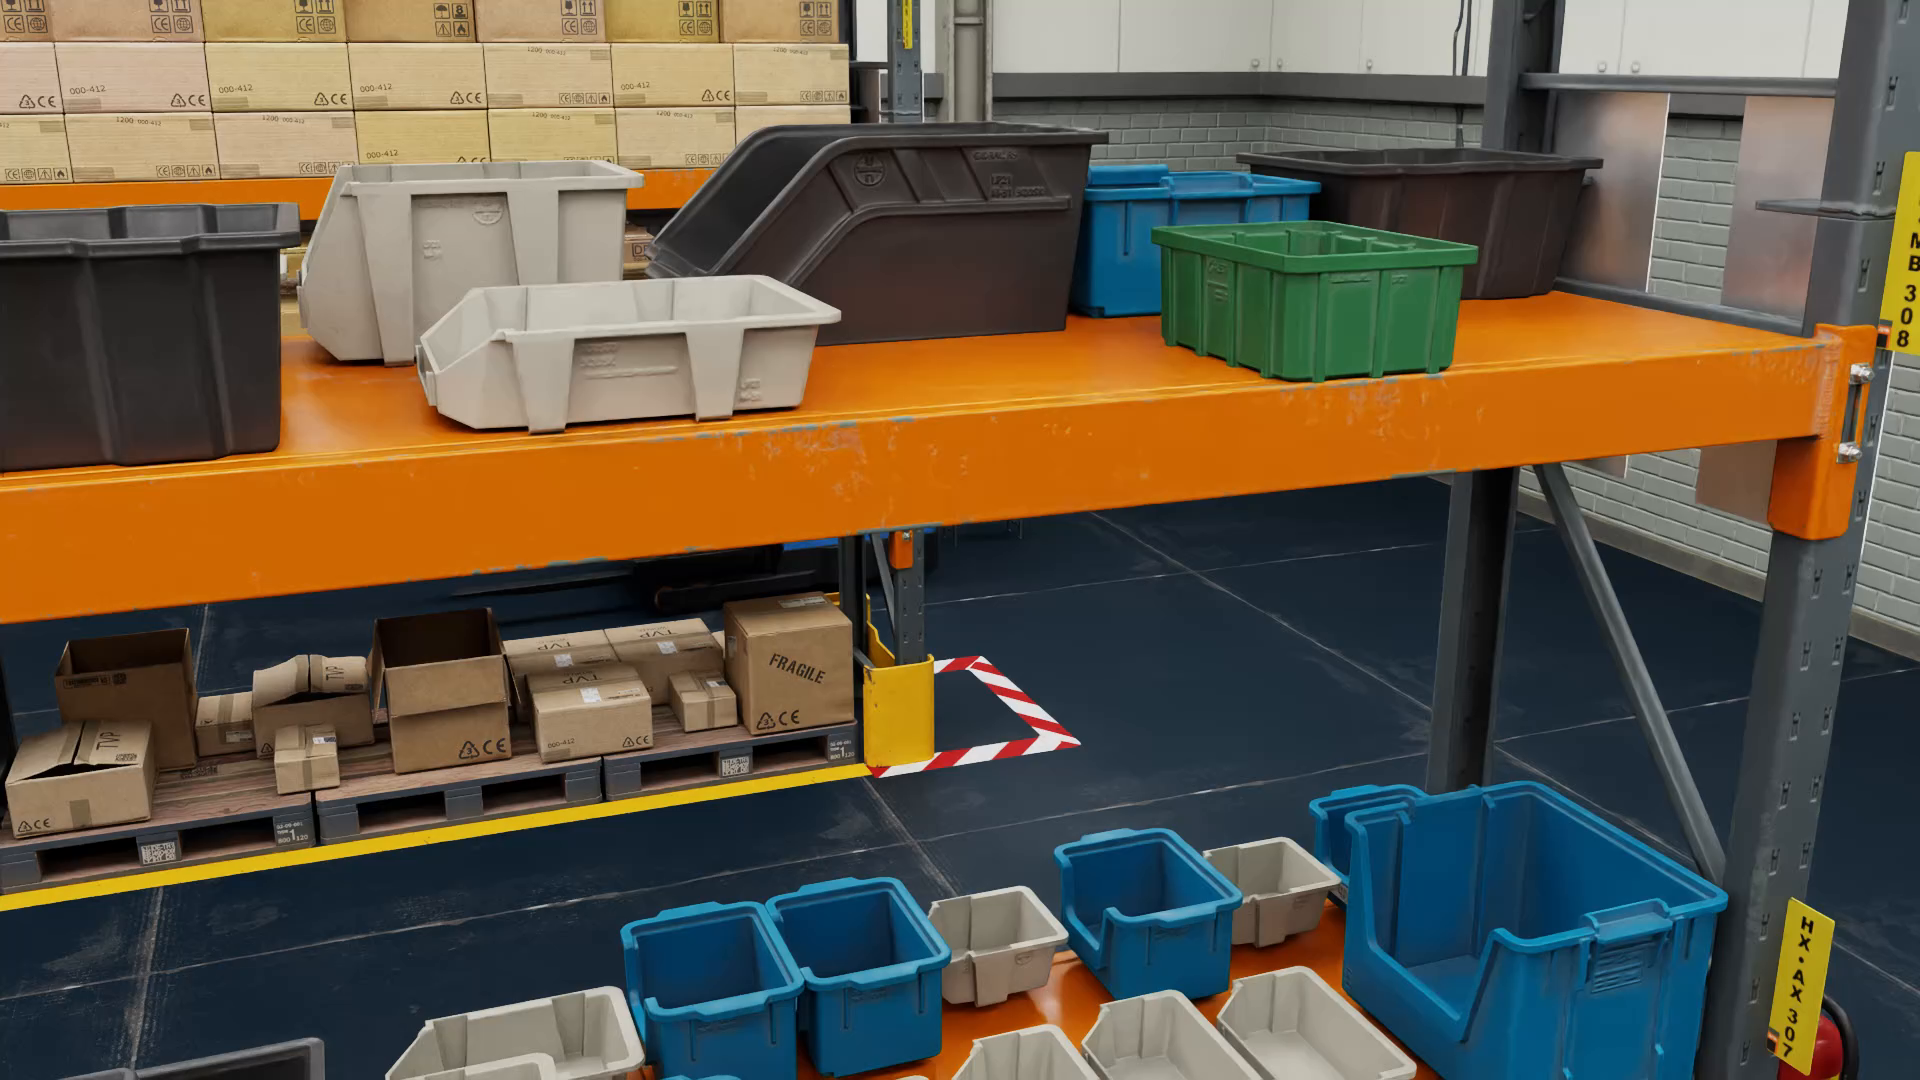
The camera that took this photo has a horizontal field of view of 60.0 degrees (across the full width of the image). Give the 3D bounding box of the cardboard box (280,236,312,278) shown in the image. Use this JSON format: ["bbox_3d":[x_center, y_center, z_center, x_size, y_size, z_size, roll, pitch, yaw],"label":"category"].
[{"bbox_3d":[-4.718,-1.695,11.514,0.700,0.700,0.980,-7,18,-21],"label":"cardboard box"}]

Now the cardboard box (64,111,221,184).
[{"bbox_3d":[-3.127,-1.526,6.414,0.500,0.250,0.500,-6,17,-20],"label":"cardboard box"}]

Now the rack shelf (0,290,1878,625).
[{"bbox_3d":[-0.502,-0.118,2.628,4.000,0.370,1.077,-6,17,-20],"label":"rack shelf"}]

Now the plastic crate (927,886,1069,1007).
[{"bbox_3d":[0.055,0.890,3.606,0.298,0.136,0.250,-6,17,-20],"label":"plastic crate"}]

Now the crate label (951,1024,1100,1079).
[{"bbox_3d":[0.142,1.062,3.018,0.243,0.136,0.396,-6,17,-20],"label":"crate label"}]

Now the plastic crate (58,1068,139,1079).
[{"bbox_3d":[-1.446,1.095,2.327,0.583,0.464,0.402,-6,17,-20],"label":"plastic crate"}]

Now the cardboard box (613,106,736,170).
[{"bbox_3d":[-1.259,-1.727,7.099,0.500,0.250,0.500,-6,17,-20],"label":"cardboard box"}]

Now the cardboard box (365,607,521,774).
[{"bbox_3d":[-2.386,0.670,7.641,0.637,0.503,0.797,-6,17,-20],"label":"cardboard box"}]

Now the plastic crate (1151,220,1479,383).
[{"bbox_3d":[0.547,-0.388,2.649,0.336,0.188,0.450,-6,17,-20],"label":"plastic crate"}]

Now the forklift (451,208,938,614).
[{"bbox_3d":[-1.705,-1.124,10.225,3.031,2.935,1.130,-7,18,-22],"label":"forklift"}]

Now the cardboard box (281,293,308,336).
[{"bbox_3d":[-2.636,-0.731,6.810,0.500,0.500,0.500,-7,18,-22],"label":"cardboard box"}]

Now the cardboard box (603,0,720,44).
[{"bbox_3d":[-1.374,-2.411,7.211,0.500,0.500,0.700,-6,17,-20],"label":"cardboard box"}]

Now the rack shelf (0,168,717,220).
[{"bbox_3d":[-2.271,-1.421,7.067,4.000,0.370,1.077,-6,17,-20],"label":"rack shelf"}]

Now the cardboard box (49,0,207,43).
[{"bbox_3d":[-3.180,-2.165,6.370,0.500,0.500,0.700,-6,17,-20],"label":"cardboard box"}]

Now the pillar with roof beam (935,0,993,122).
[{"bbox_3d":[1.573,-4.077,9.512,0.400,9.000,9.100,-6,17,-20],"label":"pillar with roof beam"}]

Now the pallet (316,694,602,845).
[{"bbox_3d":[-2.356,1.020,7.752,1.213,0.211,1.003,-6,17,-20],"label":"pallet"}]

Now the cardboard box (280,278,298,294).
[{"bbox_3d":[-2.811,-0.875,7.304,0.500,0.500,0.500,-6,17,-20],"label":"cardboard box"}]

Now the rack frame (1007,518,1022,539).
[{"bbox_3d":[0.382,-0.617,11.570,0.015,1.200,0.240,-6,17,-20],"label":"rack frame"}]

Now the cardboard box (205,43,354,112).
[{"bbox_3d":[-2.658,-1.815,6.509,0.500,0.250,0.500,-6,17,-20],"label":"cardboard box"}]

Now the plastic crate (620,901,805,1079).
[{"bbox_3d":[-0.492,0.928,3.306,0.300,0.233,0.416,-6,17,-20],"label":"plastic crate"}]

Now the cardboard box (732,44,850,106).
[{"bbox_3d":[-0.792,-2.017,7.198,0.500,0.250,0.500,-6,17,-20],"label":"cardboard box"}]

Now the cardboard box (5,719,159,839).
[{"bbox_3d":[-3.669,0.968,6.969,0.500,0.311,0.500,-6,17,-20],"label":"cardboard box"}]

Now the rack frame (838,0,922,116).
[{"bbox_3d":[-0.403,-3.407,7.230,0.127,3.000,1.000,-6,17,-20],"label":"rack frame"}]

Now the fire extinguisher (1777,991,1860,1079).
[{"bbox_3d":[1.669,1.095,3.344,0.183,0.674,0.296,-6,17,-20],"label":"fire extinguisher"}]

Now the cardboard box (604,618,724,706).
[{"bbox_3d":[-1.479,0.610,8.296,0.500,0.250,0.500,-6,17,-20],"label":"cardboard box"}]

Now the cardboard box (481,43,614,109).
[{"bbox_3d":[-1.727,-1.917,6.858,0.500,0.250,0.500,-6,17,-20],"label":"cardboard box"}]

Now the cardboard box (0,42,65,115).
[{"bbox_3d":[-3.595,-1.716,6.174,0.500,0.250,0.500,-6,17,-20],"label":"cardboard box"}]

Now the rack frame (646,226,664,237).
[{"bbox_3d":[-2.179,-1.832,12.512,0.127,3.000,1.000,-6,17,-20],"label":"rack frame"}]

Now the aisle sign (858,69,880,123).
[{"bbox_3d":[-0.444,-1.860,7.995,0.004,0.787,0.394,-6,17,-20],"label":"aisle sign"}]

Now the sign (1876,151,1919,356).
[{"bbox_3d":[1.578,-0.471,2.741,0.005,0.325,0.100,-6,17,-20],"label":"sign"}]

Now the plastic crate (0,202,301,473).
[{"bbox_3d":[-1.111,-0.251,2.039,0.590,0.269,0.497,-6,17,-20],"label":"plastic crate"}]

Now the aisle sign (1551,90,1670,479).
[{"bbox_3d":[1.327,-0.558,3.560,0.004,0.787,0.394,-6,17,-20],"label":"aisle sign"}]

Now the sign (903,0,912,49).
[{"bbox_3d":[-0.223,-2.245,7.024,0.005,0.325,0.100,-6,17,-20],"label":"sign"}]

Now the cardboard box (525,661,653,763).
[{"bbox_3d":[-1.721,0.787,7.694,0.500,0.250,0.500,-6,17,-20],"label":"cardboard box"}]

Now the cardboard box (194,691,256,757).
[{"bbox_3d":[-3.379,0.846,7.674,0.250,0.149,0.380,-6,17,-20],"label":"cardboard box"}]

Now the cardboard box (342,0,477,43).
[{"bbox_3d":[-2.303,-2.307,6.855,0.500,0.500,0.700,-6,17,-20],"label":"cardboard box"}]

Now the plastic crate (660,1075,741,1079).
[{"bbox_3d":[-0.460,1.101,2.716,0.300,0.233,0.416,-6,17,-20],"label":"plastic crate"}]

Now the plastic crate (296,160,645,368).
[{"bbox_3d":[-0.814,-0.465,2.746,0.530,0.282,0.437,-6,17,-20],"label":"plastic crate"}]

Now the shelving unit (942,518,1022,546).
[{"bbox_3d":[0.155,-0.592,11.486,0.503,1.200,0.258,-6,17,-20],"label":"shelving unit"}]

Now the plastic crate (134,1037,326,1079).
[{"bbox_3d":[-1.420,1.098,2.918,0.590,0.125,0.437,-6,17,-20],"label":"plastic crate"}]

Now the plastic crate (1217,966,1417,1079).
[{"bbox_3d":[0.669,1.002,3.222,0.243,0.136,0.396,-6,17,-20],"label":"plastic crate"}]

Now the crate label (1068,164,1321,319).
[{"bbox_3d":[0.389,-0.585,3.207,0.502,0.251,0.408,-6,17,-20],"label":"crate label"}]

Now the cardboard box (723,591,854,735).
[{"bbox_3d":[-0.823,0.579,7.958,0.500,0.500,0.500,-6,17,-20],"label":"cardboard box"}]

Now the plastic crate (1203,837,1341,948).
[{"bbox_3d":[0.688,0.821,3.839,0.298,0.136,0.250,-6,17,-20],"label":"plastic crate"}]

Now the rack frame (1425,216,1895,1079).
[{"bbox_3d":[1.366,0.775,3.636,0.127,3.000,1.000,-6,17,-20],"label":"rack frame"}]

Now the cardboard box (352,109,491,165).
[{"bbox_3d":[-2.194,-1.627,6.759,0.500,0.250,0.500,-6,17,-20],"label":"cardboard box"}]
